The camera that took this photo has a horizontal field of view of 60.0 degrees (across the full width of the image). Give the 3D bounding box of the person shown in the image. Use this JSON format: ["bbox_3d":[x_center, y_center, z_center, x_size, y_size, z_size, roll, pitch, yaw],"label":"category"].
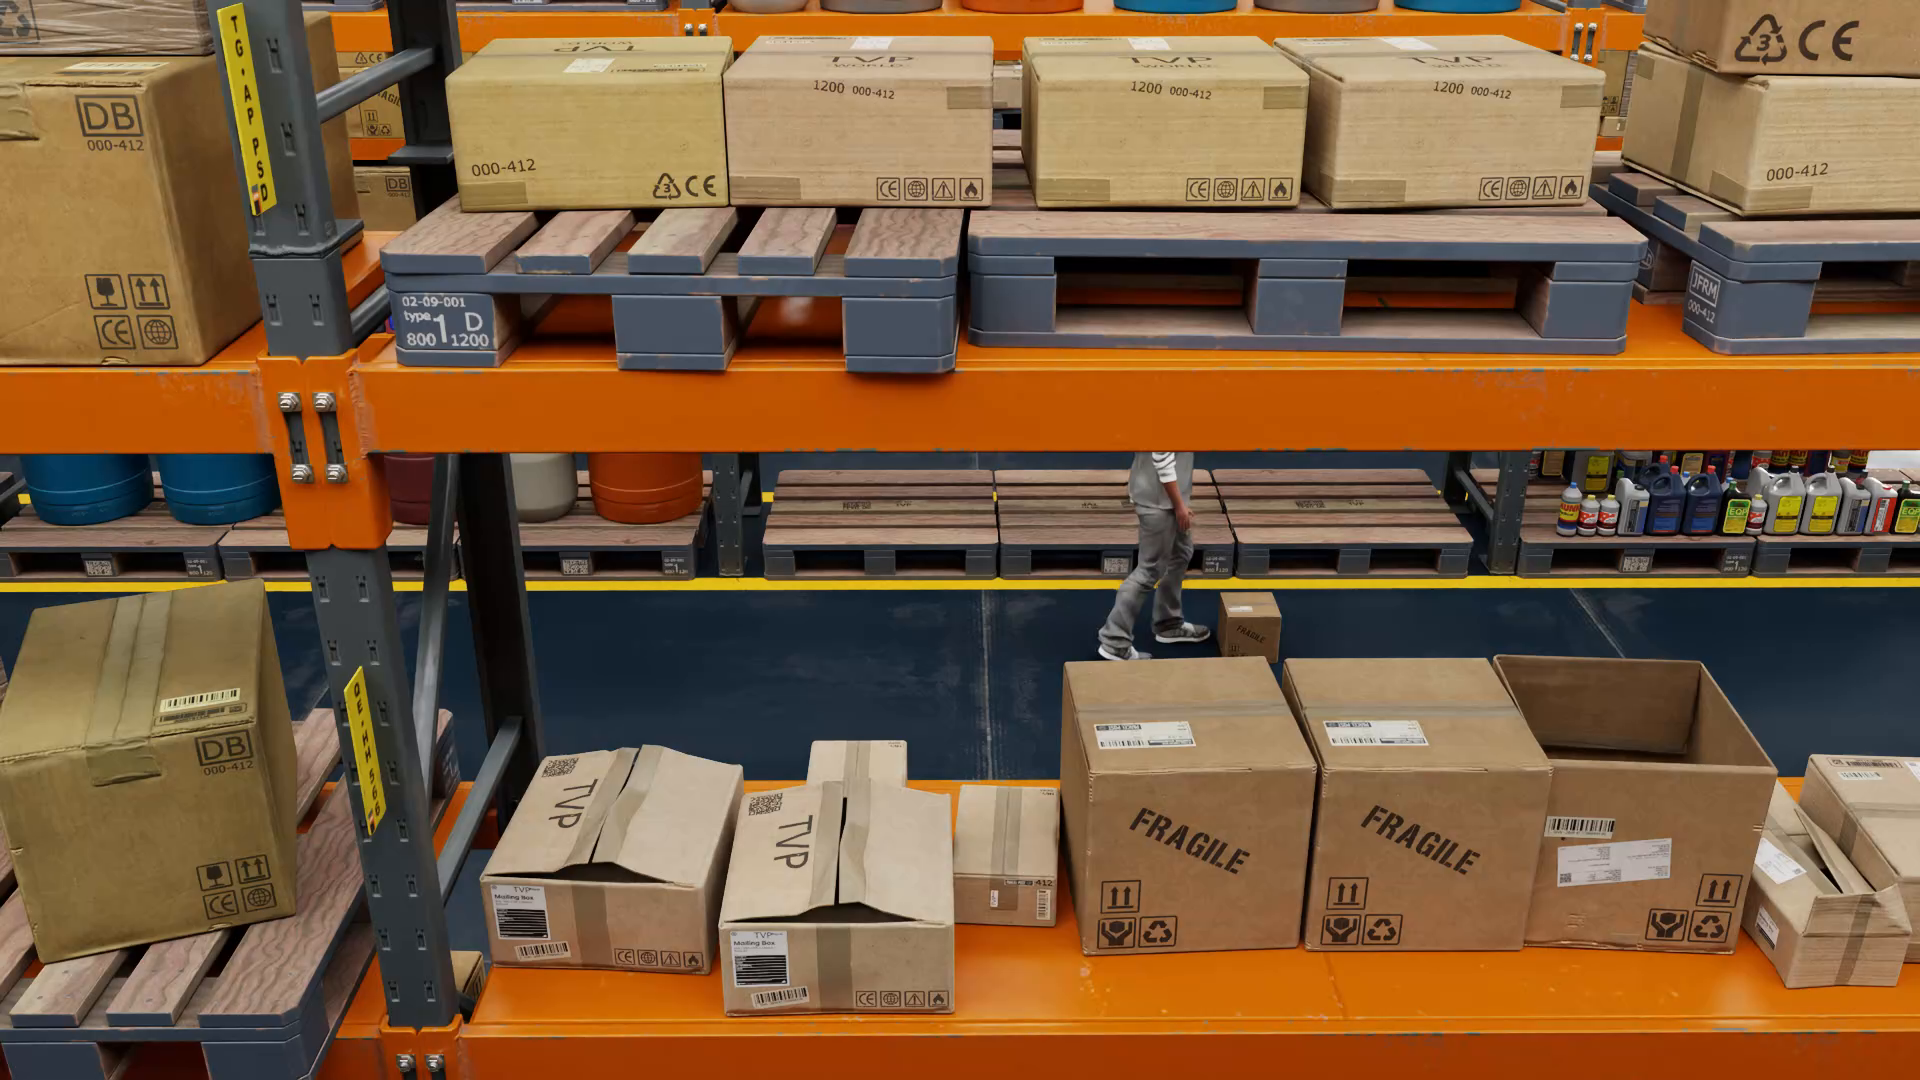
[{"bbox_3d":[0.924,-0.188,7.570,0.557,1.613,0.418,0,24,0],"label":"person"}]
